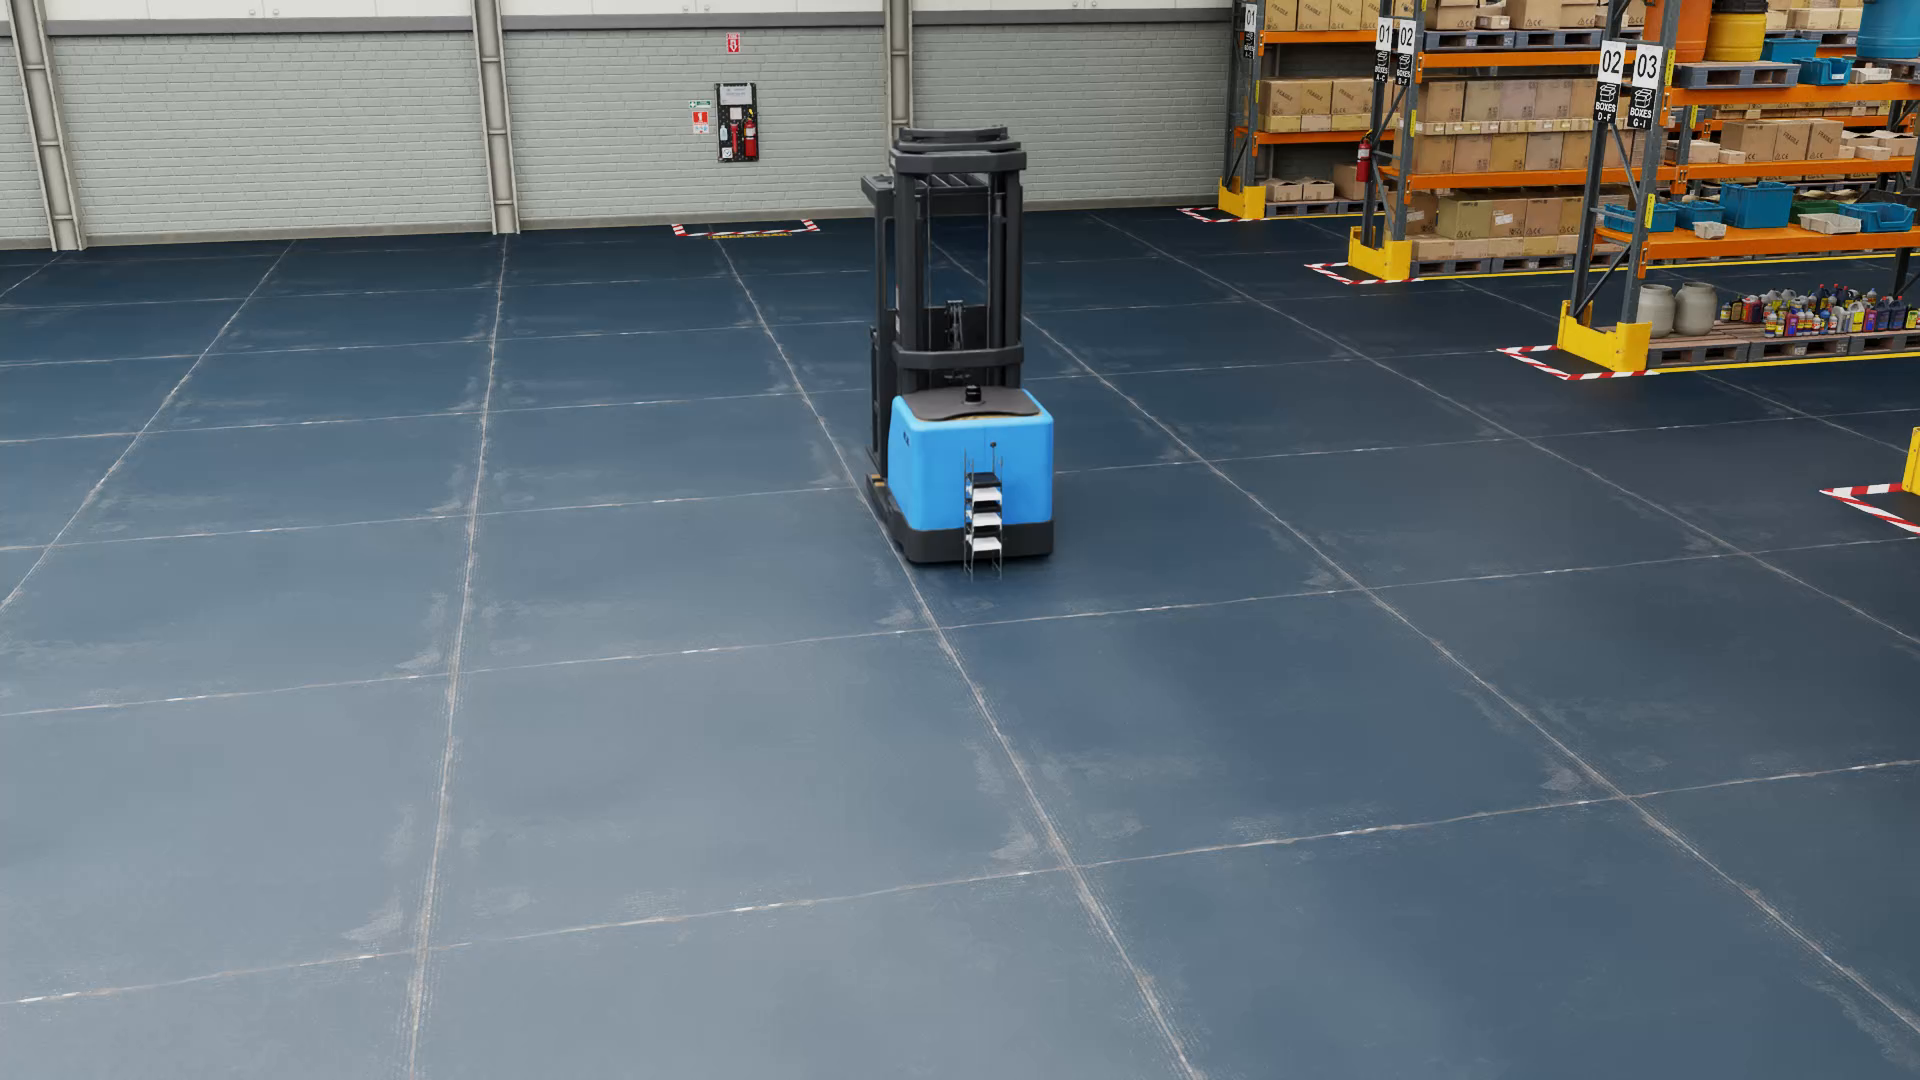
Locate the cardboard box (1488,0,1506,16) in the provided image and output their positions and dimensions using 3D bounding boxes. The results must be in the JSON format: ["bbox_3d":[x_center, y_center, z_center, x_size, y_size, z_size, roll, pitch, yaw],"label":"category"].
[{"bbox_3d":[7.155,-6.817,21.518,0.500,0.311,0.500,-2,20,-6],"label":"cardboard box"}]

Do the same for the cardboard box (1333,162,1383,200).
[{"bbox_3d":[6.385,-5.766,26.688,0.500,0.500,0.700,-6,21,-16],"label":"cardboard box"}]

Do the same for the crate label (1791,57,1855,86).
[{"bbox_3d":[8.588,-4.682,16.590,0.408,0.251,0.502,-5,21,-12],"label":"crate label"}]

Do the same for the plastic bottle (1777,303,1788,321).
[{"bbox_3d":[8.994,-2.490,18.179,0.097,0.201,0.097,0,20,0],"label":"plastic bottle"}]

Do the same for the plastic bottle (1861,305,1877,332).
[{"bbox_3d":[9.687,-2.364,17.717,0.133,0.283,0.061,-3,20,-9],"label":"plastic bottle"}]

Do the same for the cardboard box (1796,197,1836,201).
[{"bbox_3d":[11.890,-4.560,22.975,0.500,0.311,0.500,-5,21,-13],"label":"cardboard box"}]

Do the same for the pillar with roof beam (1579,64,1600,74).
[{"bbox_3d":[11.722,-8.818,23.303,0.400,9.000,9.100,-5,21,-12],"label":"pillar with roof beam"}]

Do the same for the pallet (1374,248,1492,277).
[{"bbox_3d":[6.289,-3.729,22.188,1.213,0.211,1.003,-5,21,-12],"label":"pallet"}]

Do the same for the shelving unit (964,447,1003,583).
[{"bbox_3d":[0.159,-0.172,11.476,0.210,0.900,0.258,-5,21,-12],"label":"shelving unit"}]

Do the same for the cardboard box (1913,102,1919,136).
[{"bbox_3d":[13.926,-5.929,23.383,0.500,0.500,0.700,-12,24,-31],"label":"cardboard box"}]

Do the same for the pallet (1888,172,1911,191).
[{"bbox_3d":[16.847,-6.296,29.196,1.213,0.211,1.003,-5,21,-12],"label":"pallet"}]

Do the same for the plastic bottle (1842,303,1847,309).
[{"bbox_3d":[9.473,-2.398,17.808,0.133,0.283,0.061,-5,21,-12],"label":"plastic bottle"}]

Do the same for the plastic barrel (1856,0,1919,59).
[{"bbox_3d":[9.590,-5.420,17.051,0.708,0.901,0.600,-5,21,-12],"label":"plastic barrel"}]

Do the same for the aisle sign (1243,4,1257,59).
[{"bbox_3d":[4.410,-7.736,25.294,0.004,0.787,0.394,-5,21,-12],"label":"aisle sign"}]

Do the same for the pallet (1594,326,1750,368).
[{"bbox_3d":[7.545,-2.081,17.688,1.213,0.211,1.003,-5,21,-12],"label":"pallet"}]

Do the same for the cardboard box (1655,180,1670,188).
[{"bbox_3d":[11.507,-6.214,27.910,0.500,0.500,0.700,-4,21,-12],"label":"cardboard box"}]

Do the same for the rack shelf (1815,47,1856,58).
[{"bbox_3d":[11.393,-6.510,22.409,4.000,0.370,1.077,-5,21,-12],"label":"rack shelf"}]

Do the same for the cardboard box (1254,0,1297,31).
[{"bbox_3d":[4.794,-8.030,25.338,0.500,0.500,0.500,-4,21,-11],"label":"cardboard box"}]

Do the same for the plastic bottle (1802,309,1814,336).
[{"bbox_3d":[8.957,-2.305,17.574,0.097,0.271,0.097,0,20,0],"label":"plastic bottle"}]

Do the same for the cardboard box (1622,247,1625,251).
[{"bbox_3d":[9.046,-4.077,22.470,0.500,0.250,0.500,-5,21,-12],"label":"cardboard box"}]

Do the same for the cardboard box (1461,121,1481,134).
[{"bbox_3d":[6.485,-5.316,21.376,0.250,0.149,0.380,-5,21,-12],"label":"cardboard box"}]

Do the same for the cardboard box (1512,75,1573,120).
[{"bbox_3d":[7.551,-5.780,21.702,0.500,0.500,0.700,-5,21,-12],"label":"cardboard box"}]

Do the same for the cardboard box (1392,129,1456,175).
[{"bbox_3d":[6.011,-5.044,21.577,0.500,0.500,0.700,-5,21,-12],"label":"cardboard box"}]

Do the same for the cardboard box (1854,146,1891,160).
[{"bbox_3d":[12.528,-5.316,22.830,0.250,0.149,0.380,-5,21,-12],"label":"cardboard box"}]

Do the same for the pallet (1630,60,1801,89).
[{"bbox_3d":[7.518,-4.658,16.584,1.213,0.211,1.003,-5,21,-12],"label":"pallet"}]

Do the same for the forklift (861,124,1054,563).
[{"bbox_3d":[-0.133,-1.688,12.661,1.130,2.935,3.031,-4,21,-11],"label":"forklift"}]

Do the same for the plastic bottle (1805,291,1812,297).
[{"bbox_3d":[9.348,-2.614,18.400,0.133,0.283,0.061,-4,20,-10],"label":"plastic bottle"}]

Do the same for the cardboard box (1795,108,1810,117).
[{"bbox_3d":[14.060,-7.220,28.000,0.250,0.149,0.380,-5,21,-12],"label":"cardboard box"}]

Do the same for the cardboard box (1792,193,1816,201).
[{"bbox_3d":[11.756,-4.740,23.464,0.500,0.311,0.500,-5,21,-14],"label":"cardboard box"}]

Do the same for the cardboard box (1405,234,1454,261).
[{"bbox_3d":[6.127,-3.838,21.818,0.500,0.250,0.500,-5,21,-12],"label":"cardboard box"}]

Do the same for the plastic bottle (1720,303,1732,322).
[{"bbox_3d":[8.377,-2.490,18.181,0.097,0.201,0.097,0,20,0],"label":"plastic bottle"}]

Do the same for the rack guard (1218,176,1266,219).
[{"bbox_3d":[4.485,-5.454,26.477,0.348,0.500,1.175,-5,21,-12],"label":"rack guard"}]

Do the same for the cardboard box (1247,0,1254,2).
[{"bbox_3d":[4.758,-8.205,25.816,0.500,0.500,0.500,-3,20,-9],"label":"cardboard box"}]

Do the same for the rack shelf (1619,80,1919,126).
[{"bbox_3d":[8.637,-4.535,17.018,4.000,0.370,1.077,-5,21,-12],"label":"rack shelf"}]

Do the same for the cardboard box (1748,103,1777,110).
[{"bbox_3d":[13.239,-7.442,27.663,0.500,0.500,0.500,-4,20,-11],"label":"cardboard box"}]

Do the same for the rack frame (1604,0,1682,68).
[{"bbox_3d":[6.690,-6.123,15.946,0.127,3.000,1.000,-5,21,-12],"label":"rack frame"}]

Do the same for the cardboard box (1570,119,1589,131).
[{"bbox_3d":[7.995,-5.439,21.713,0.250,0.149,0.380,-4,21,-11],"label":"cardboard box"}]

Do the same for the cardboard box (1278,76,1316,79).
[{"bbox_3d":[5.313,-7.058,26.320,0.500,0.500,0.500,-4,21,-12],"label":"cardboard box"}]

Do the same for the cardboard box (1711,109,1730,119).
[{"bbox_3d":[12.570,-7.095,27.659,0.250,0.149,0.380,-5,21,-13],"label":"cardboard box"}]

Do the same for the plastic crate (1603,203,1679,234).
[{"bbox_3d":[7.109,-3.376,17.385,0.616,0.251,0.499,-5,21,-12],"label":"plastic crate"}]

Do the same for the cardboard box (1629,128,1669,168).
[{"bbox_3d":[9.016,-5.290,22.250,0.500,0.500,0.700,-5,21,-14],"label":"cardboard box"}]

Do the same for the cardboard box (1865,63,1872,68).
[{"bbox_3d":[15.193,-7.960,27.987,0.500,0.250,0.500,-4,21,-11],"label":"cardboard box"}]

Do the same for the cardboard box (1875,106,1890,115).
[{"bbox_3d":[15.585,-7.314,28.256,0.250,0.149,0.380,-4,21,-11],"label":"cardboard box"}]

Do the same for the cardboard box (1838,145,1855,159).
[{"bbox_3d":[12.111,-5.360,22.950,0.250,0.149,0.380,-3,20,-8],"label":"cardboard box"}]

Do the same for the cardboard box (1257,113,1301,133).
[{"bbox_3d":[4.959,-6.493,25.869,0.500,0.250,0.500,-5,21,-14],"label":"cardboard box"}]

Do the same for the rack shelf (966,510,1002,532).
[{"bbox_3d":[0.159,-0.141,11.487,0.200,0.077,0.258,-5,21,-12],"label":"rack shelf"}]

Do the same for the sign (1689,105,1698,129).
[{"bbox_3d":[9.576,-5.539,21.700,0.005,0.325,0.100,-5,21,-12],"label":"sign"}]

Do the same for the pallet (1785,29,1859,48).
[{"bbox_3d":[11.612,-6.744,22.277,1.213,0.211,1.003,-4,20,-10],"label":"pallet"}]

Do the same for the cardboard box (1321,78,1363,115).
[{"bbox_3d":[5.932,-6.925,25.956,0.500,0.500,0.500,-5,21,-14],"label":"cardboard box"}]

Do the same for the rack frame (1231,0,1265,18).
[{"bbox_3d":[4.411,-9.439,24.999,0.127,3.000,1.000,-5,21,-12],"label":"rack frame"}]

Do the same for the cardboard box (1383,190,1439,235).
[{"bbox_3d":[6.008,-4.364,22.165,0.500,0.500,0.500,-5,21,-12],"label":"cardboard box"}]
